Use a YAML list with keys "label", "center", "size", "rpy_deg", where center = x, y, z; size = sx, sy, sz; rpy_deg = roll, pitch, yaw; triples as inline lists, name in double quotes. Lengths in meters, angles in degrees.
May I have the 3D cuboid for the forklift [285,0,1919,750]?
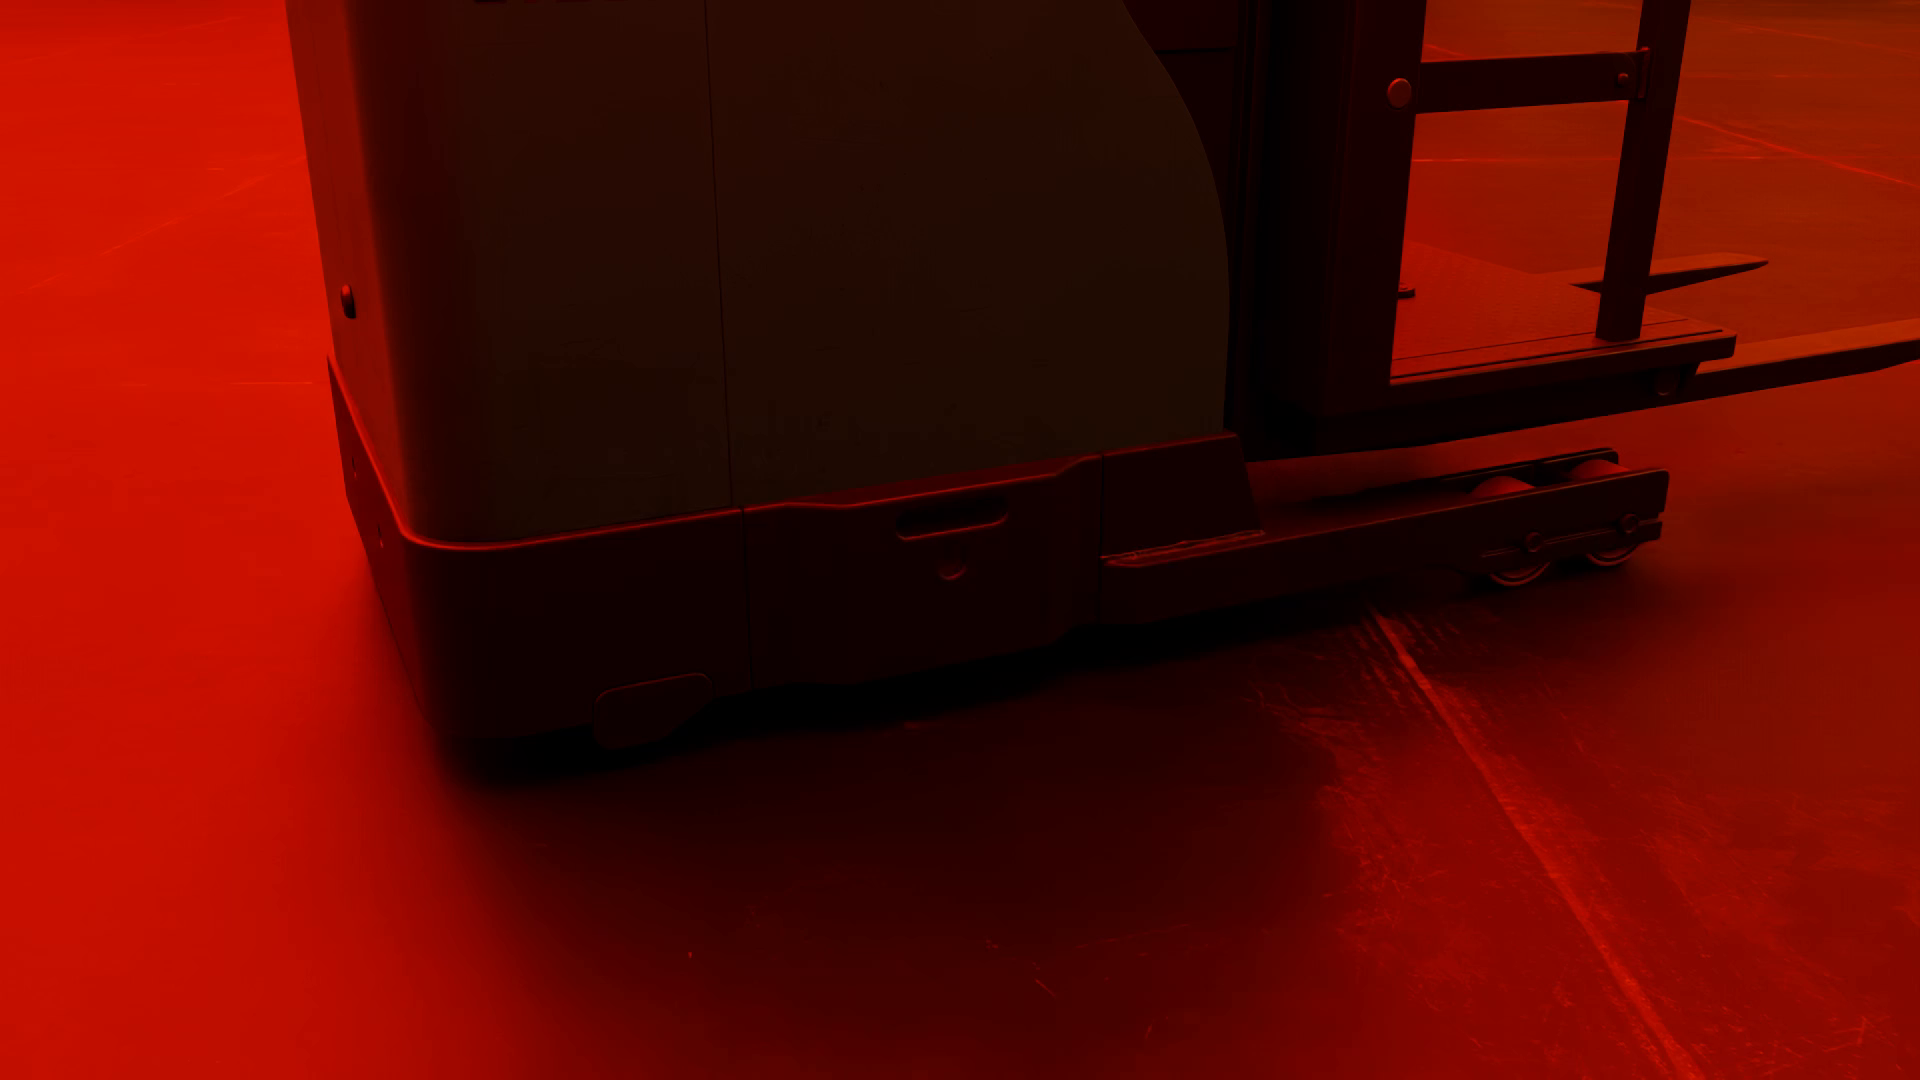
- label: "forklift"
  center: [0.552, -1.458, 2.439]
  size: [3.031, 2.935, 1.130]
  rpy_deg: [-10, 23, -23]
